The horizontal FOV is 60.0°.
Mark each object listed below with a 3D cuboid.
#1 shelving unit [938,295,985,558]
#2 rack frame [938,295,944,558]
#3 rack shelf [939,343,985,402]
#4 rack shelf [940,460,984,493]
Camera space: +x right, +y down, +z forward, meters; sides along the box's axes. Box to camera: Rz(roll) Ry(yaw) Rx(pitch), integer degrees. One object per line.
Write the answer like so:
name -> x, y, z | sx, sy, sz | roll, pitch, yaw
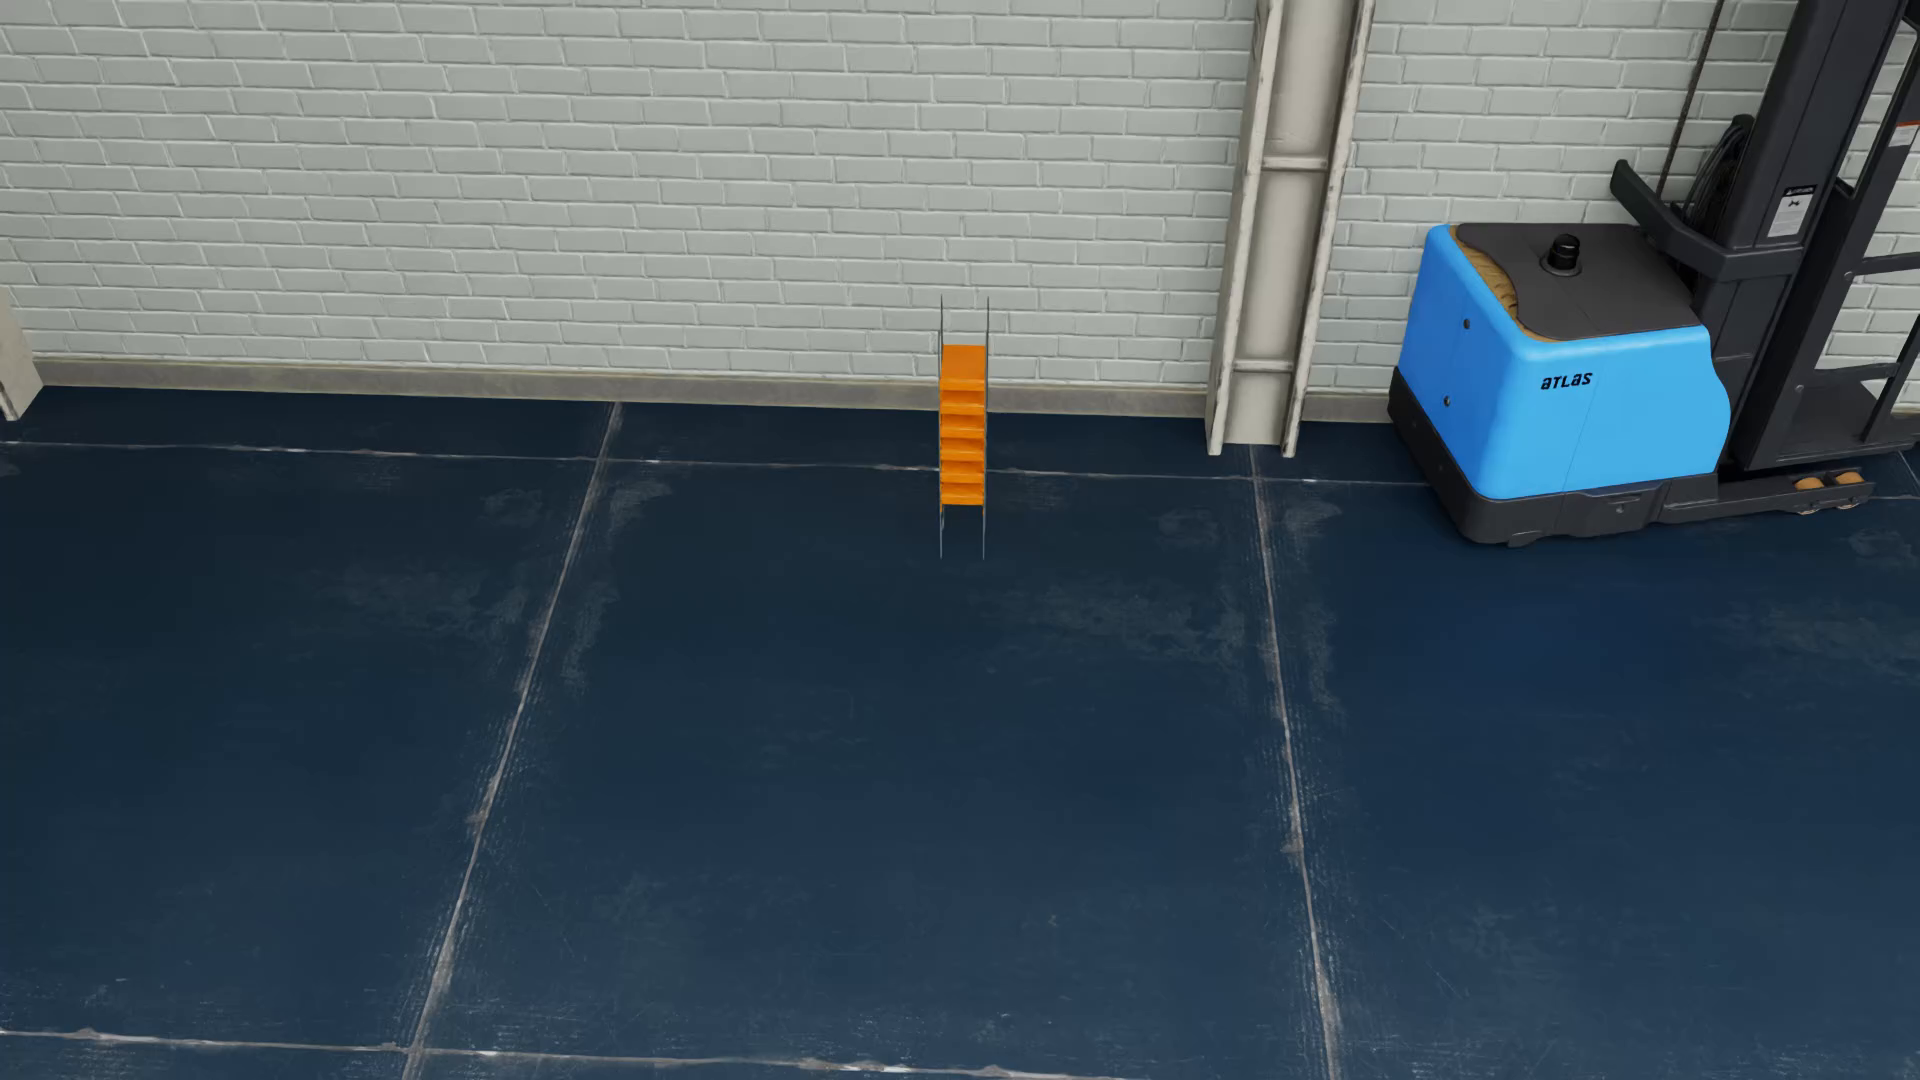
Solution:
shelving unit -> -10.961, 0.879, 4.986 | 21.905, 1.800, 5.752 | 2, 43, 2
rack frame -> -0.077, -0.441, 6.844 | 0.006, 1.200, 0.240 | 2, 43, 2
rack shelf -> 0.014, -0.669, 6.625 | 0.180, 0.103, 0.258 | 2, 43, 2
rack shelf -> 0.014, -0.318, 6.953 | 0.180, 0.103, 0.258 | 2, 43, 2
